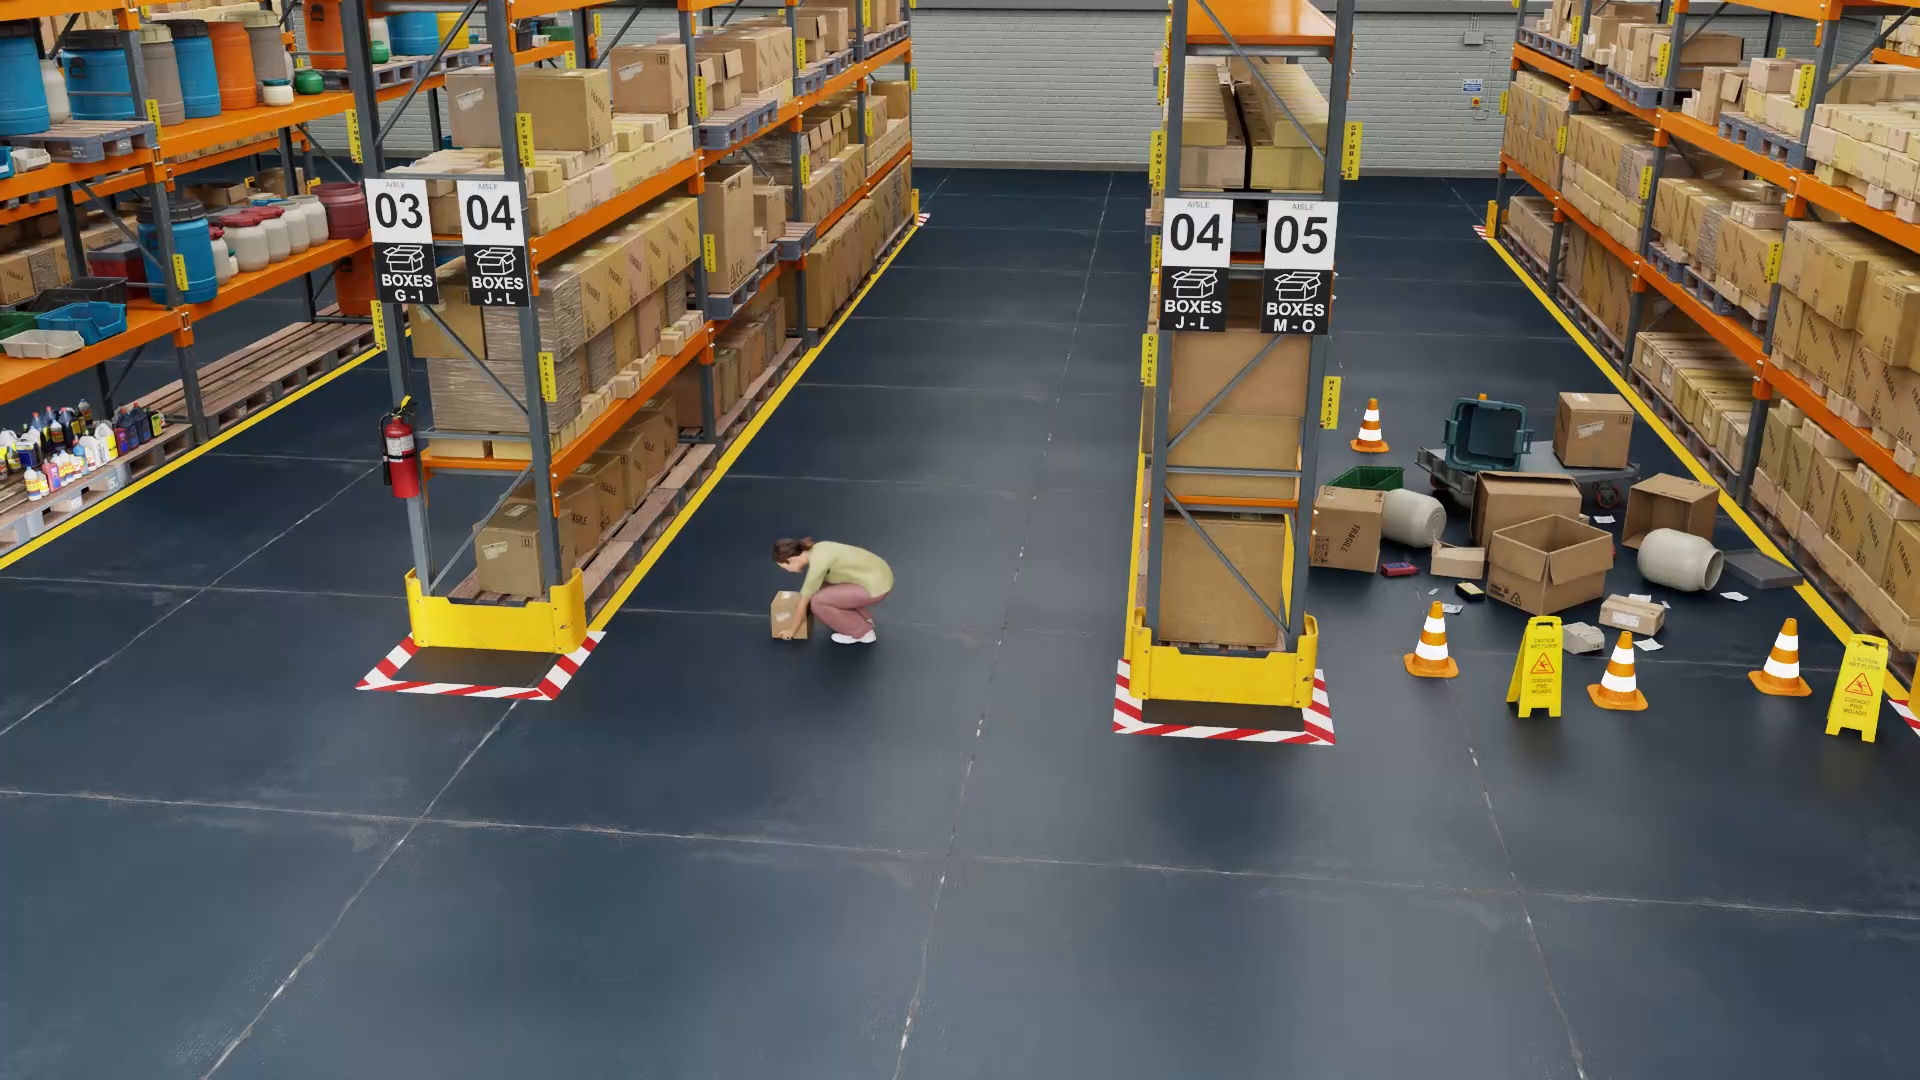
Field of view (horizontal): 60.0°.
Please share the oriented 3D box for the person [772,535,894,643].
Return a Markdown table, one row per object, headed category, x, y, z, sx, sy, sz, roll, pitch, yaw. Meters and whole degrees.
| category | x | y | z | sx | sy | sz | roll | pitch | yaw |
| --- | --- | --- | --- | --- | --- | --- | --- | --- | --- |
| person | -0.879 | 0.381 | 11.587 | 0.835 | 0.752 | 0.468 | 2 | 21 | 6 |
